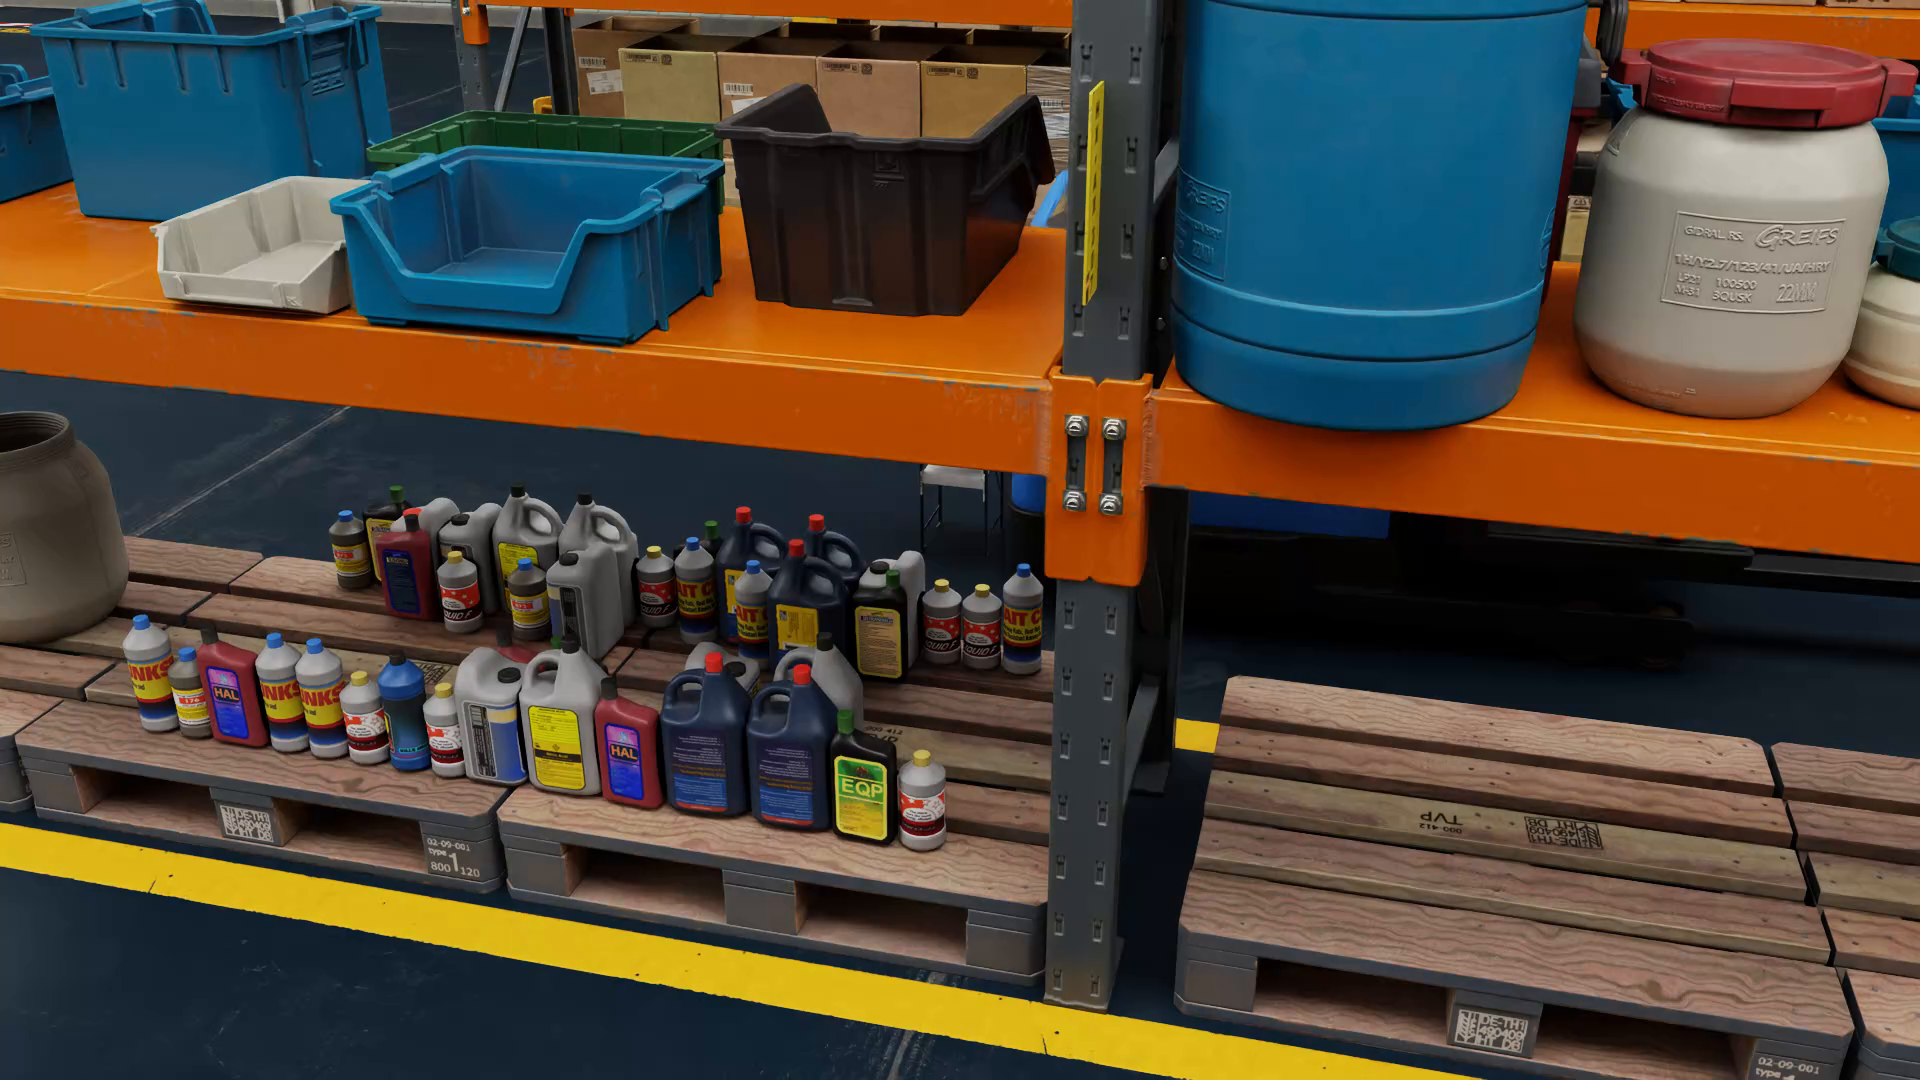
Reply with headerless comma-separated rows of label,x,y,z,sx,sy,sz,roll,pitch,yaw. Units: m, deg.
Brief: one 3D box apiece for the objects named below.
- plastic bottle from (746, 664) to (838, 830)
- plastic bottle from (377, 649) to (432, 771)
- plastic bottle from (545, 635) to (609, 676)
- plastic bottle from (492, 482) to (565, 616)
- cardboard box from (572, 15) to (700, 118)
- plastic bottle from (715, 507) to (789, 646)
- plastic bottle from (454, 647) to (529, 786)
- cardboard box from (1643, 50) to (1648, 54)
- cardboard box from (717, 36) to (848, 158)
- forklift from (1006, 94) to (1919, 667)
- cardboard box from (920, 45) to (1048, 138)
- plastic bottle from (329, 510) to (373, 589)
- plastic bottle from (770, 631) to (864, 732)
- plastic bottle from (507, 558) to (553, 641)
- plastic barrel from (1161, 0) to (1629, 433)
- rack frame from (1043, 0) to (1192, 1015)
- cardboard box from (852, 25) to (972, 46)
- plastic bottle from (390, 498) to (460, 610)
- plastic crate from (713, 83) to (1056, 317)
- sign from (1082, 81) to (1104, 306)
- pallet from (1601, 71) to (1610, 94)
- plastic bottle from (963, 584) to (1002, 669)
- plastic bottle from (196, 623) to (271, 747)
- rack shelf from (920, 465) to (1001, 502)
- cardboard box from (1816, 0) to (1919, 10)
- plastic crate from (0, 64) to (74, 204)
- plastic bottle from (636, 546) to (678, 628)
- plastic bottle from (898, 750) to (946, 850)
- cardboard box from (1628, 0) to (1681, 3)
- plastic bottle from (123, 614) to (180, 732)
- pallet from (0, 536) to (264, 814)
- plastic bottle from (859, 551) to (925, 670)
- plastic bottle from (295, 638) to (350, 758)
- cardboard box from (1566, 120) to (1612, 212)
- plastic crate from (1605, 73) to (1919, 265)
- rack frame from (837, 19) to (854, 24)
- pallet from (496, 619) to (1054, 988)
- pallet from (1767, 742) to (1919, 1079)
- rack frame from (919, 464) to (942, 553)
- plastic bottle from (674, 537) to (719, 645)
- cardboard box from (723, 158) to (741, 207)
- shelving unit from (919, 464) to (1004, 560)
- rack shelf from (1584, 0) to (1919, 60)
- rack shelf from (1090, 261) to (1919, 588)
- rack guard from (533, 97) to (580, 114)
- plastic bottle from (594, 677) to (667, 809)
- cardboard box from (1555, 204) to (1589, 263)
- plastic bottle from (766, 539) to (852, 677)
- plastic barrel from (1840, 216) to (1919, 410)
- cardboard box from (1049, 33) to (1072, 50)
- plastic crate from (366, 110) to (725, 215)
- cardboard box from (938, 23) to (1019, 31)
plastic bottle,-0.343,0.417,3.455,0.185,0.351,0.144,6,26,12
plastic bottle,-1.219,0.366,3.654,0.097,0.271,0.097,0,25,0
plastic bottle,-0.841,0.347,3.681,0.133,0.283,0.061,6,26,13
plastic bottle,-1.101,0.021,4.287,0.185,0.351,0.144,7,26,15
cardboard box,-1.691,-2.475,8.797,0.500,0.500,0.500,6,26,13
plastic bottle,-0.509,0.086,4.149,0.185,0.351,0.144,5,26,11
plastic bottle,-0.999,0.376,3.627,0.135,0.276,0.152,7,26,14
cardboard box,5.025,-3.598,11.715,0.500,0.500,0.700,6,26,13
cardboard box,-0.849,-2.158,8.130,0.500,0.500,0.500,6,26,13
forklift,1.701,-1.225,4.413,3.031,2.935,1.130,4,26,9
cardboard box,0.119,-2.049,7.903,0.500,0.500,0.500,6,26,13
plastic bottle,-1.634,0.019,4.464,0.097,0.201,0.097,0,25,0
plastic bottle,-0.308,0.357,3.581,0.185,0.351,0.144,6,26,13
plastic bottle,-1.089,0.143,4.203,0.097,0.201,0.097,0,25,0
plastic barrel,0.651,-0.691,2.628,0.708,0.901,0.600,6,26,13
rack frame,0.352,-0.632,3.088,0.127,3.000,1.000,6,26,13
cardboard box,-0.235,-2.320,8.471,0.500,0.500,0.500,6,26,13
plastic bottle,-1.397,0.024,4.368,0.135,0.276,0.152,7,26,13
plastic crate,-0.123,-0.713,3.330,0.504,0.338,0.767,6,26,13
sign,0.204,-0.529,2.549,0.005,0.325,0.100,6,26,13
pallet,4.759,-3.285,11.904,1.213,0.211,1.003,6,26,13
plastic bottle,0.054,0.206,4.072,0.097,0.201,0.097,0,25,0
plastic bottle,-1.629,0.323,3.729,0.133,0.283,0.061,7,26,14
rack shelf,0.008,-0.213,5.146,0.200,0.077,0.258,6,26,13
cardboard box,3.834,-2.483,6.860,0.500,0.500,0.500,5,26,10
plastic crate,-2.335,-0.992,4.017,0.408,0.251,0.499,6,26,13
plastic bottle,-0.778,0.114,4.265,0.097,0.201,0.097,0,25,0
plastic bottle,-0.077,0.524,3.404,0.097,0.201,0.097,0,25,0
cardboard box,2.839,-2.593,7.091,0.500,0.500,0.500,8,27,17
plastic bottle,-1.844,0.297,3.799,0.097,0.271,0.097,0,25,0
pallet,-2.651,0.277,4.423,1.213,0.211,1.003,6,26,13
plastic bottle,-0.167,0.160,4.082,0.135,0.276,0.152,7,26,15
plastic bottle,-1.415,0.344,3.699,0.097,0.271,0.097,0,25,0
cardboard box,2.913,-1.636,7.255,0.500,0.311,0.500,5,26,11
plastic crate,1.498,-0.636,3.115,0.575,0.384,0.392,6,26,13
rack frame,-1.055,-5.184,12.650,0.127,3.000,1.000,6,26,13
pallet,-0.288,0.538,3.874,1.213,0.211,1.003,6,26,13
pallet,2.308,0.825,3.272,1.213,0.211,1.003,6,26,13
rack frame,-0.091,-0.416,5.078,0.006,0.900,0.240,6,26,13
plastic bottle,-0.661,0.122,4.167,0.097,0.271,0.097,0,25,0
cardboard box,-0.851,-1.814,8.281,0.500,0.250,0.500,6,26,13
shelving unit,0.008,-0.405,5.055,0.210,0.900,0.258,6,26,13
rack shelf,3.526,-2.155,7.123,4.000,0.370,1.077,6,26,13
rack shelf,2.289,-0.093,2.792,4.000,0.370,1.077,6,26,13
rack guard,-2.308,-1.996,8.860,0.348,0.500,1.175,6,26,13
plastic bottle,-0.698,0.426,3.513,0.133,0.283,0.061,8,27,16
cardboard box,2.915,-1.386,7.381,0.500,0.250,0.500,6,26,11
plastic bottle,-0.362,0.166,3.981,0.185,0.351,0.144,6,26,13
plastic barrel,1.596,-0.364,2.685,0.301,0.262,0.301,0,25,0
cardboard box,0.732,-2.211,8.241,0.500,0.500,0.500,6,26,13
plastic crate,-0.892,-0.799,3.685,0.662,0.188,0.450,6,26,13
cardboard box,0.145,-3.997,12.771,0.500,0.311,0.500,9,27,17
